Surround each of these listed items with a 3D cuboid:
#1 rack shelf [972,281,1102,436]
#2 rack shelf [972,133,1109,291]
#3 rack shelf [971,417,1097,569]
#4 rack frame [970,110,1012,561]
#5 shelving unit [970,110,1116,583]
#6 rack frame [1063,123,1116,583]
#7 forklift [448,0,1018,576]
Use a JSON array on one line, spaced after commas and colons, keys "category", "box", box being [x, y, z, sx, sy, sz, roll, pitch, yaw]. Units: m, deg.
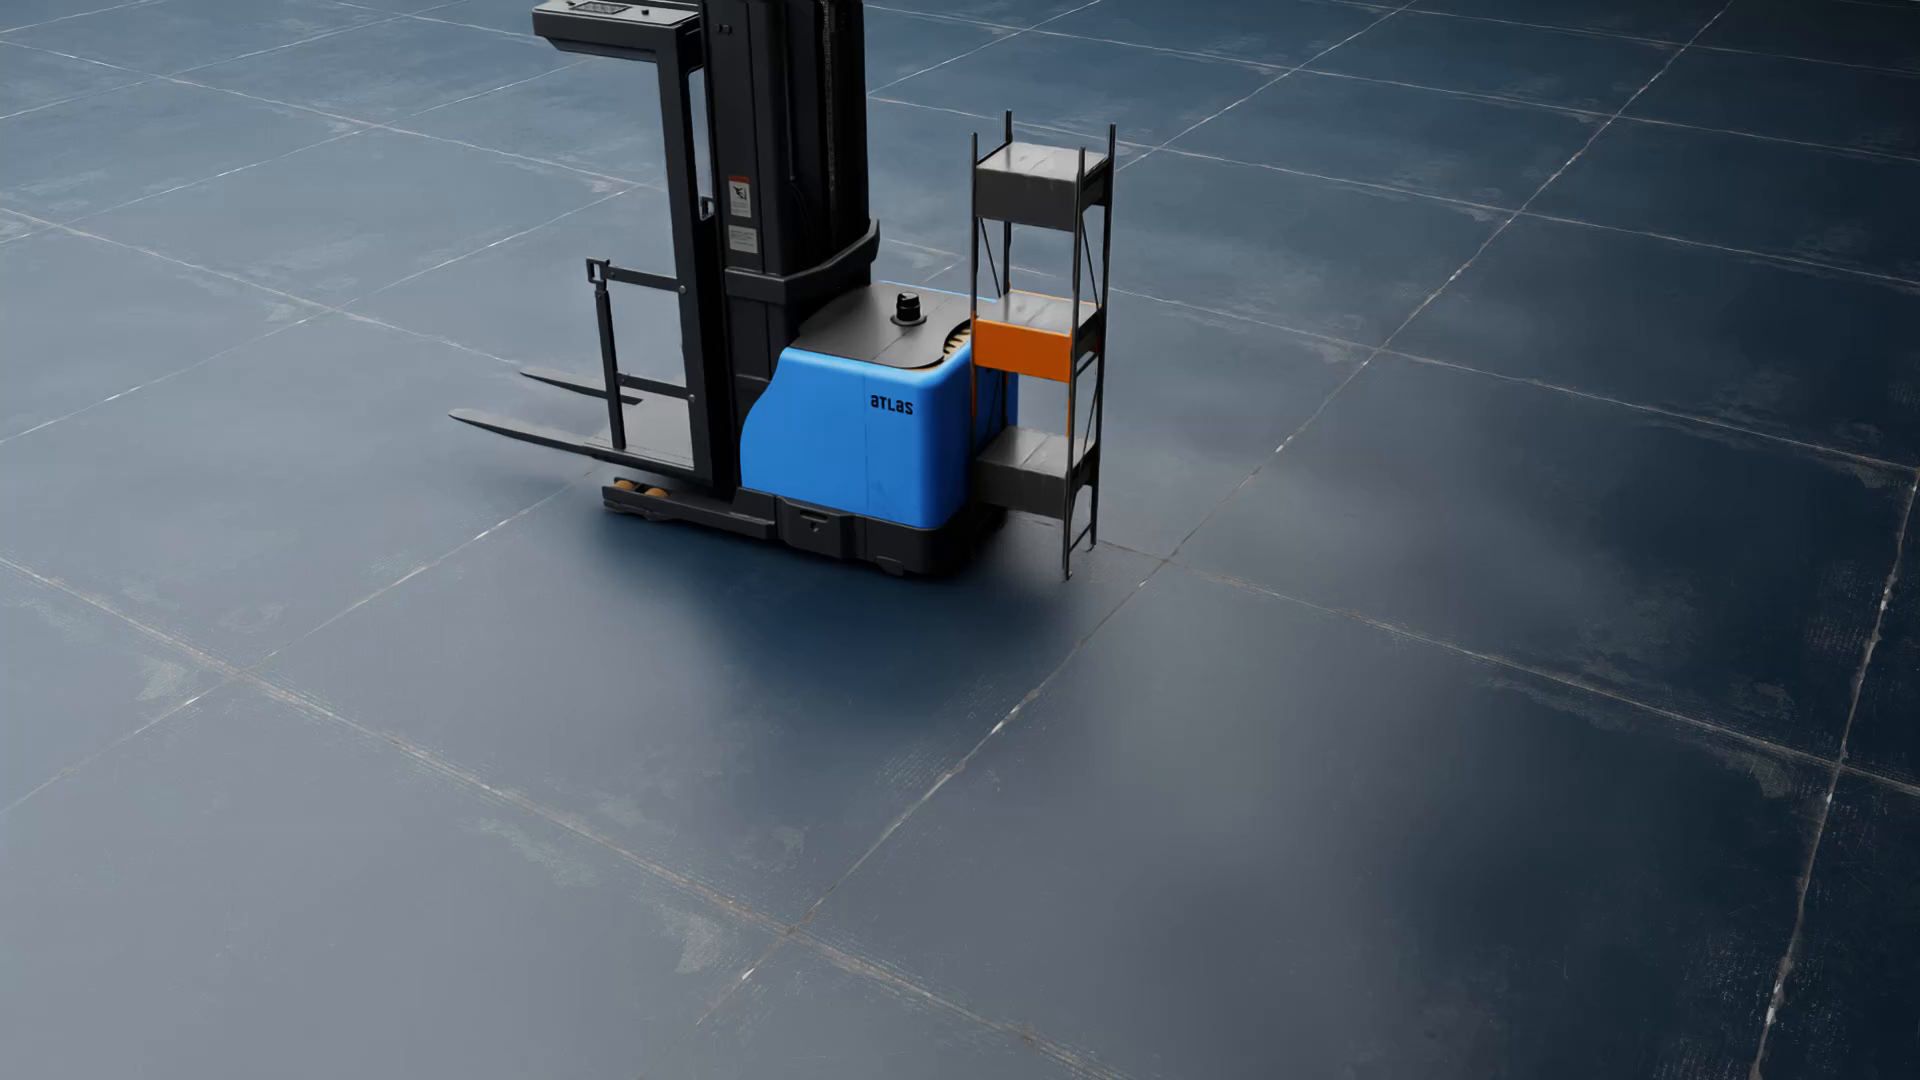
[{"category": "rack shelf", "box": [0.359, -0.836, 7.627, 0.480, 0.518, 0.431, 13, 33, 21]}, {"category": "rack shelf", "box": [0.359, -1.441, 7.274, 0.480, 0.518, 0.431, 13, 33, 21]}, {"category": "rack shelf", "box": [0.359, -0.232, 7.979, 0.480, 0.518, 0.431, 13, 33, 21]}, {"category": "rack frame", "box": [0.137, -0.900, 7.708, 0.015, 2.100, 0.400, 13, 33, 21]}, {"category": "shelving unit", "box": [0.359, -0.848, 7.620, 0.503, 2.100, 0.431, 13, 33, 21]}, {"category": "rack frame", "box": [0.580, -0.796, 7.531, 0.015, 2.100, 0.400, 13, 33, 21]}, {"category": "forklift", "box": [-1.255, -1.585, 8.059, 3.031, 2.935, 1.130, 13, 33, 21]}]
